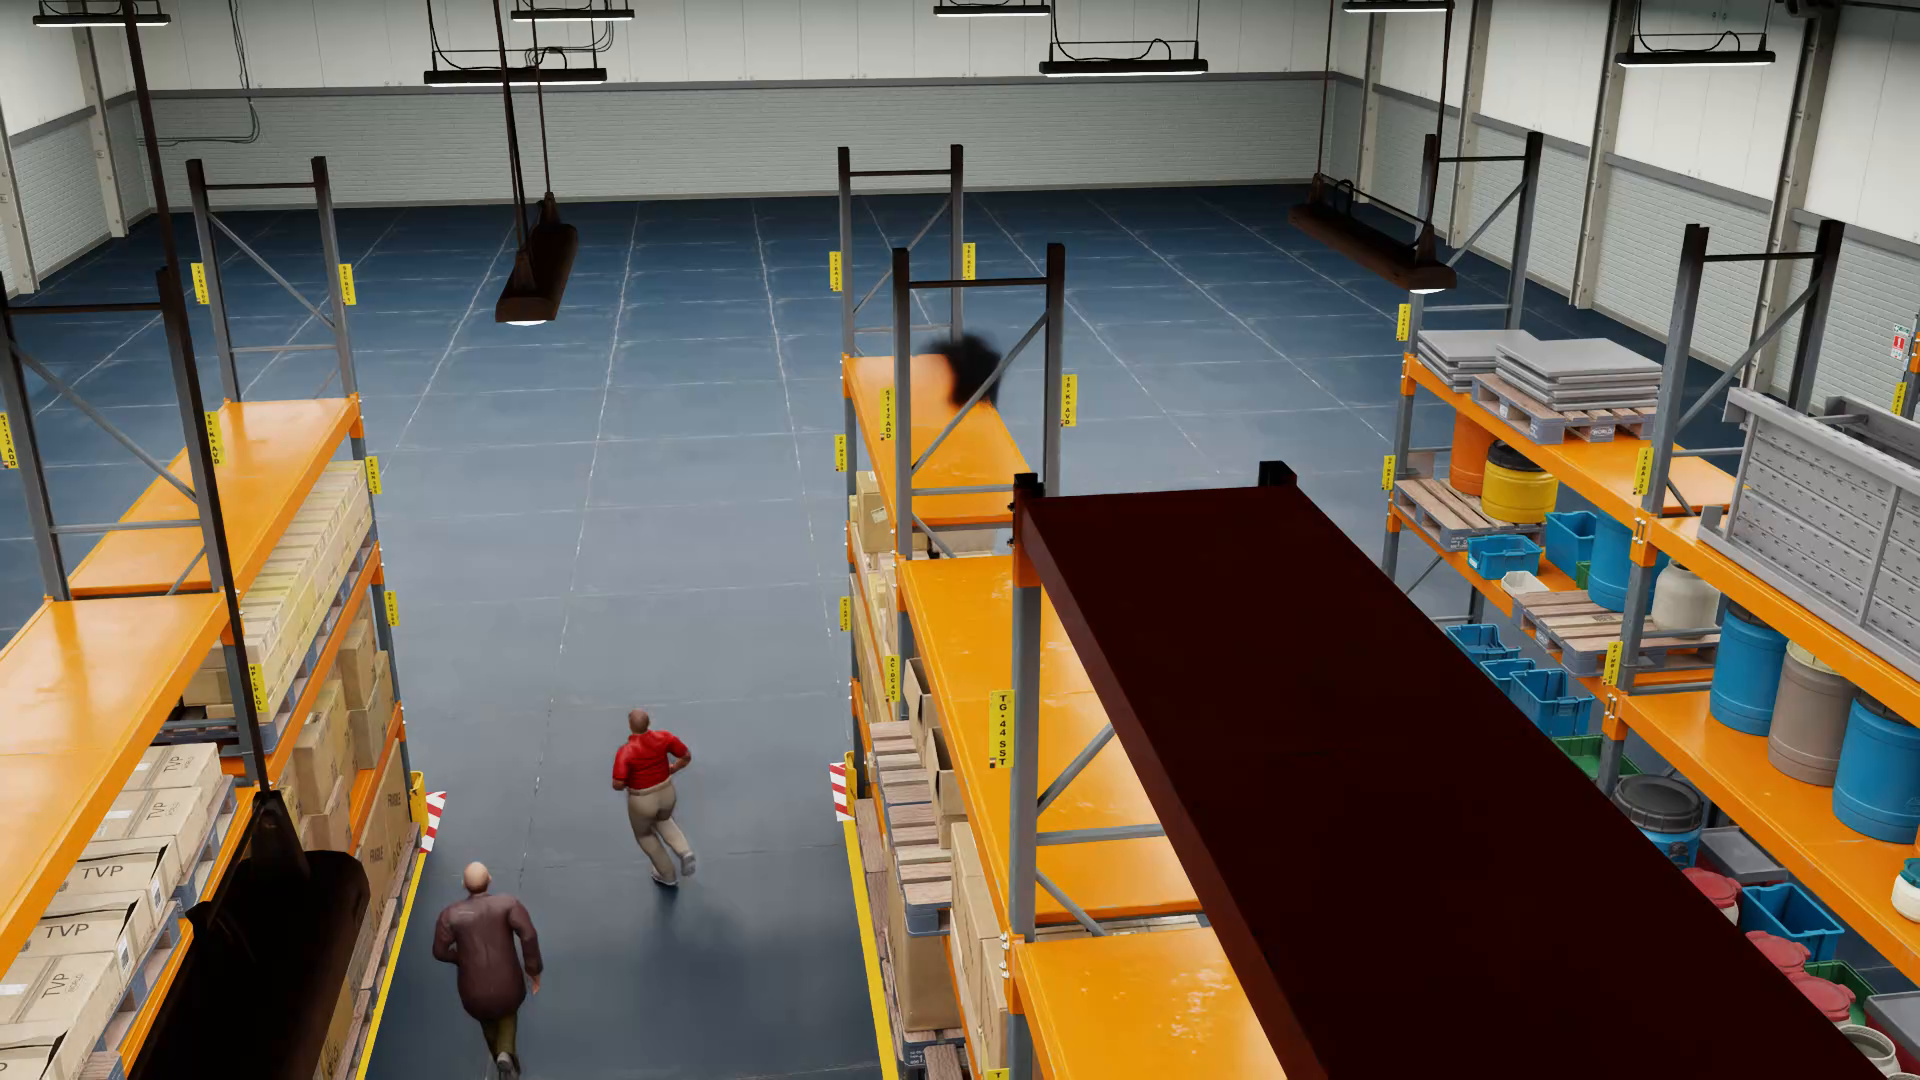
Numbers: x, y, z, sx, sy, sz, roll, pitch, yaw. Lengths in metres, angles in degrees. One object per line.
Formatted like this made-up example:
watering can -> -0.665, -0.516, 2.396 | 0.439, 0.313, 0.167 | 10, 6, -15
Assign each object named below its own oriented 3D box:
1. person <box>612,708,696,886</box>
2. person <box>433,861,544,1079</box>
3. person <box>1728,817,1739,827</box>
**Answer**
person -> -2.597, 2.160, 13.918 | 0.693, 1.678, 0.547 | -17, 27, -36
person -> -3.265, 3.072, 11.575 | 0.703, 1.713, 0.651 | -8, 23, -20
person -> 6.385, 2.462, 13.238 | 0.715, 1.620, 0.891 | -10, 24, -23
